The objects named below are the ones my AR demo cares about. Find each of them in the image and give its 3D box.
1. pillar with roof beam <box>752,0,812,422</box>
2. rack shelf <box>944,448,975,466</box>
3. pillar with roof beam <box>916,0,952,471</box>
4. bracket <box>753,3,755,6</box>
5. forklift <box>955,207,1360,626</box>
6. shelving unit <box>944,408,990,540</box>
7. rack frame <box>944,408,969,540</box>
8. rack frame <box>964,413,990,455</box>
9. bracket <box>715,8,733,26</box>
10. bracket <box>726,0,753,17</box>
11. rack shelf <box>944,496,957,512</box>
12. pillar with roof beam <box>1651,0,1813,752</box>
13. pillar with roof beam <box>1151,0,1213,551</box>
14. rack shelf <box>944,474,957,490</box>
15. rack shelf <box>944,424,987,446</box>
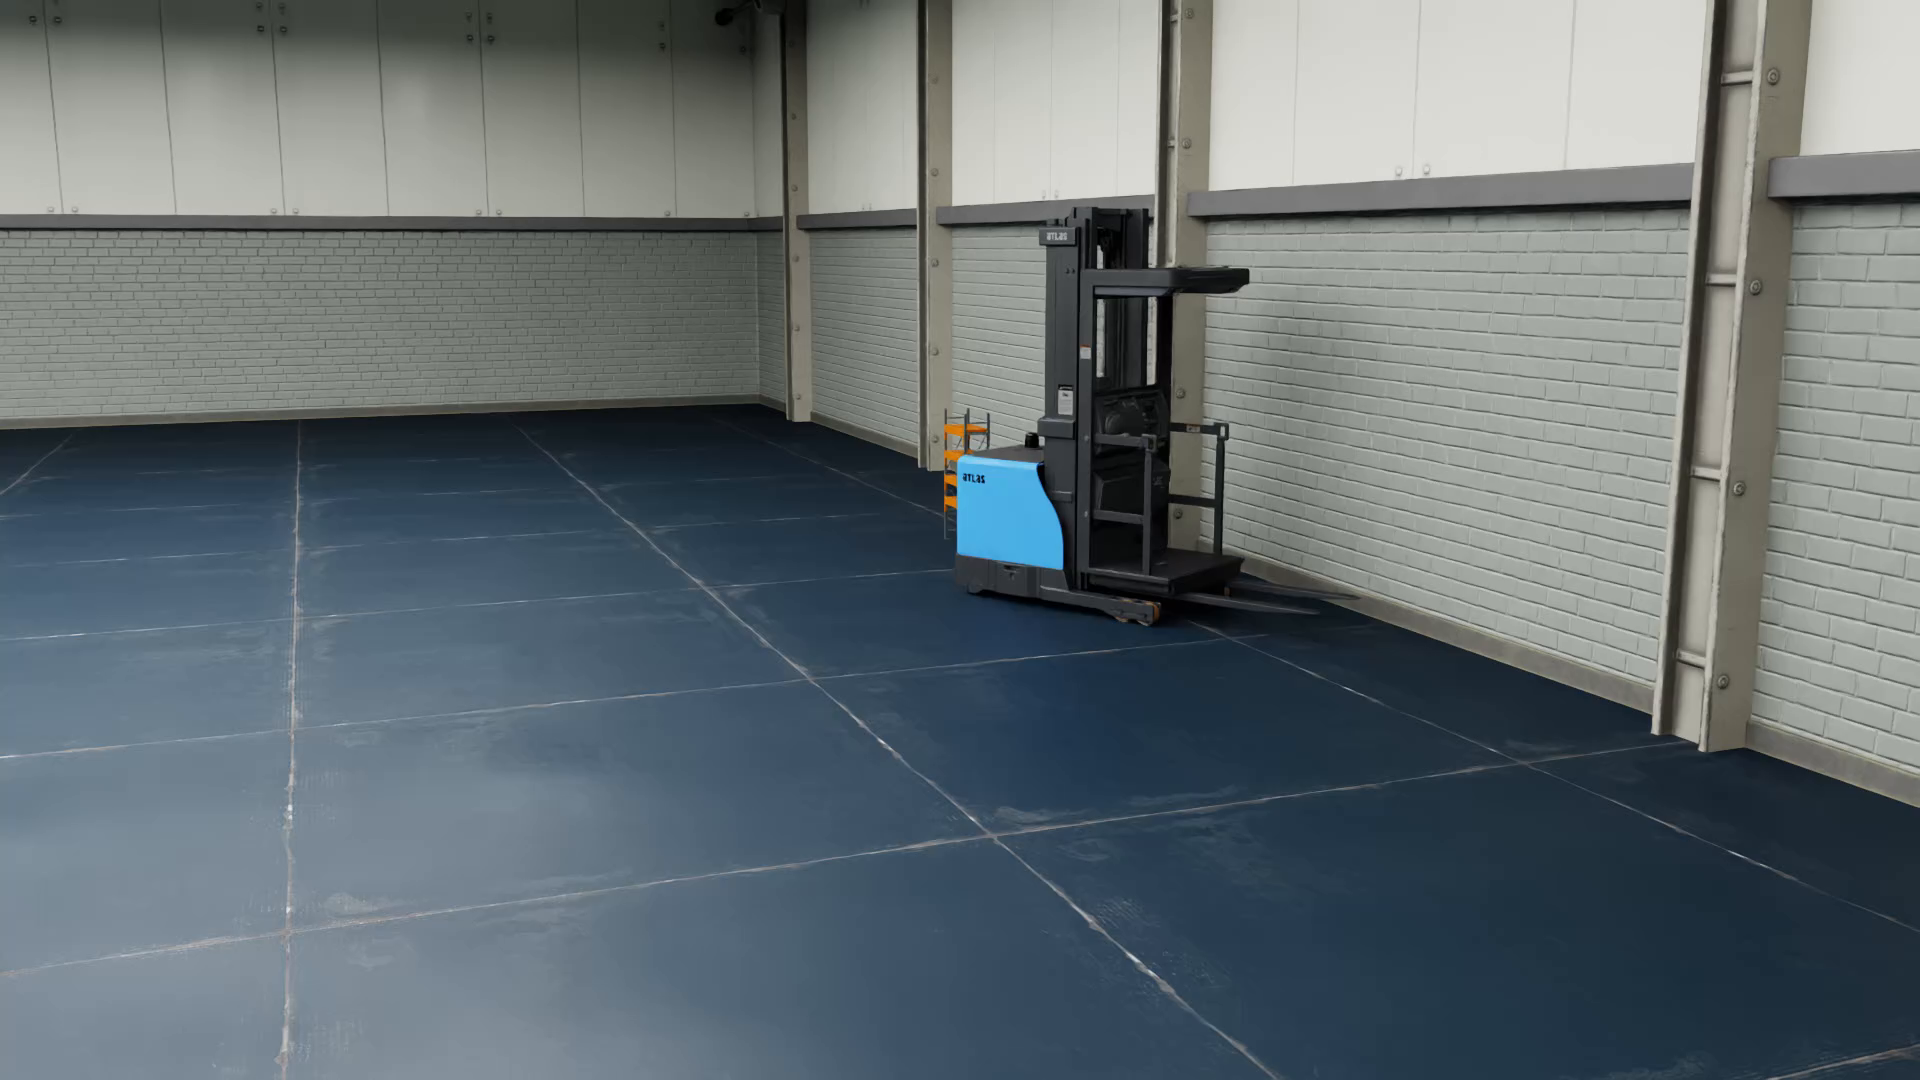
[{"bbox_3d":[-6.486,-6.003,23.303,9.100,9.000,0.548,-4,11,-21],"label":"pillar with roof beam"},{"bbox_3d":[0.060,-0.718,14.966,0.258,0.148,0.480,-4,11,-21],"label":"rack shelf"},{"bbox_3d":[-4.311,-5.024,17.797,9.100,9.000,0.400,-4,11,-21],"label":"pillar with roof beam"},{"bbox_3d":[-2.954,-8.094,24.777,0.235,0.232,0.430,-4,11,-21],"label":"bracket"},{"bbox_3d":[1.430,-0.937,12.151,3.031,2.935,1.130,8,13,38],"label":"forklift"},{"bbox_3d":[0.060,-0.564,14.993,0.258,1.200,0.503,-4,11,-21],"label":"shelving unit"},{"bbox_3d":[-0.028,-0.604,15.217,0.240,1.200,0.015,-4,11,-21],"label":"rack frame"},{"bbox_3d":[0.148,-0.524,14.769,0.240,1.200,0.015,-4,11,-21],"label":"rack frame"},{"bbox_3d":[-3.813,-8.480,26.952,0.235,0.232,0.430,-4,11,-21],"label":"bracket"},{"bbox_3d":[-3.599,-8.384,26.410,0.076,0.066,3.189,-4,11,-21],"label":"bracket"},{"bbox_3d":[0.060,-0.302,15.040,0.258,0.148,0.480,-4,11,-21],"label":"rack shelf"},{"bbox_3d":[0.037,-3.065,6.785,9.100,9.000,0.400,-4,11,-21],"label":"pillar with roof beam"},{"bbox_3d":[-2.137,-4.044,12.291,9.100,9.000,0.400,-4,11,-21],"label":"pillar with roof beam"},{"bbox_3d":[0.060,-0.497,15.005,0.258,0.148,0.480,-4,11,-21],"label":"rack shelf"},{"bbox_3d":[0.060,-0.951,14.924,0.258,0.148,0.480,-4,11,-21],"label":"rack shelf"}]
